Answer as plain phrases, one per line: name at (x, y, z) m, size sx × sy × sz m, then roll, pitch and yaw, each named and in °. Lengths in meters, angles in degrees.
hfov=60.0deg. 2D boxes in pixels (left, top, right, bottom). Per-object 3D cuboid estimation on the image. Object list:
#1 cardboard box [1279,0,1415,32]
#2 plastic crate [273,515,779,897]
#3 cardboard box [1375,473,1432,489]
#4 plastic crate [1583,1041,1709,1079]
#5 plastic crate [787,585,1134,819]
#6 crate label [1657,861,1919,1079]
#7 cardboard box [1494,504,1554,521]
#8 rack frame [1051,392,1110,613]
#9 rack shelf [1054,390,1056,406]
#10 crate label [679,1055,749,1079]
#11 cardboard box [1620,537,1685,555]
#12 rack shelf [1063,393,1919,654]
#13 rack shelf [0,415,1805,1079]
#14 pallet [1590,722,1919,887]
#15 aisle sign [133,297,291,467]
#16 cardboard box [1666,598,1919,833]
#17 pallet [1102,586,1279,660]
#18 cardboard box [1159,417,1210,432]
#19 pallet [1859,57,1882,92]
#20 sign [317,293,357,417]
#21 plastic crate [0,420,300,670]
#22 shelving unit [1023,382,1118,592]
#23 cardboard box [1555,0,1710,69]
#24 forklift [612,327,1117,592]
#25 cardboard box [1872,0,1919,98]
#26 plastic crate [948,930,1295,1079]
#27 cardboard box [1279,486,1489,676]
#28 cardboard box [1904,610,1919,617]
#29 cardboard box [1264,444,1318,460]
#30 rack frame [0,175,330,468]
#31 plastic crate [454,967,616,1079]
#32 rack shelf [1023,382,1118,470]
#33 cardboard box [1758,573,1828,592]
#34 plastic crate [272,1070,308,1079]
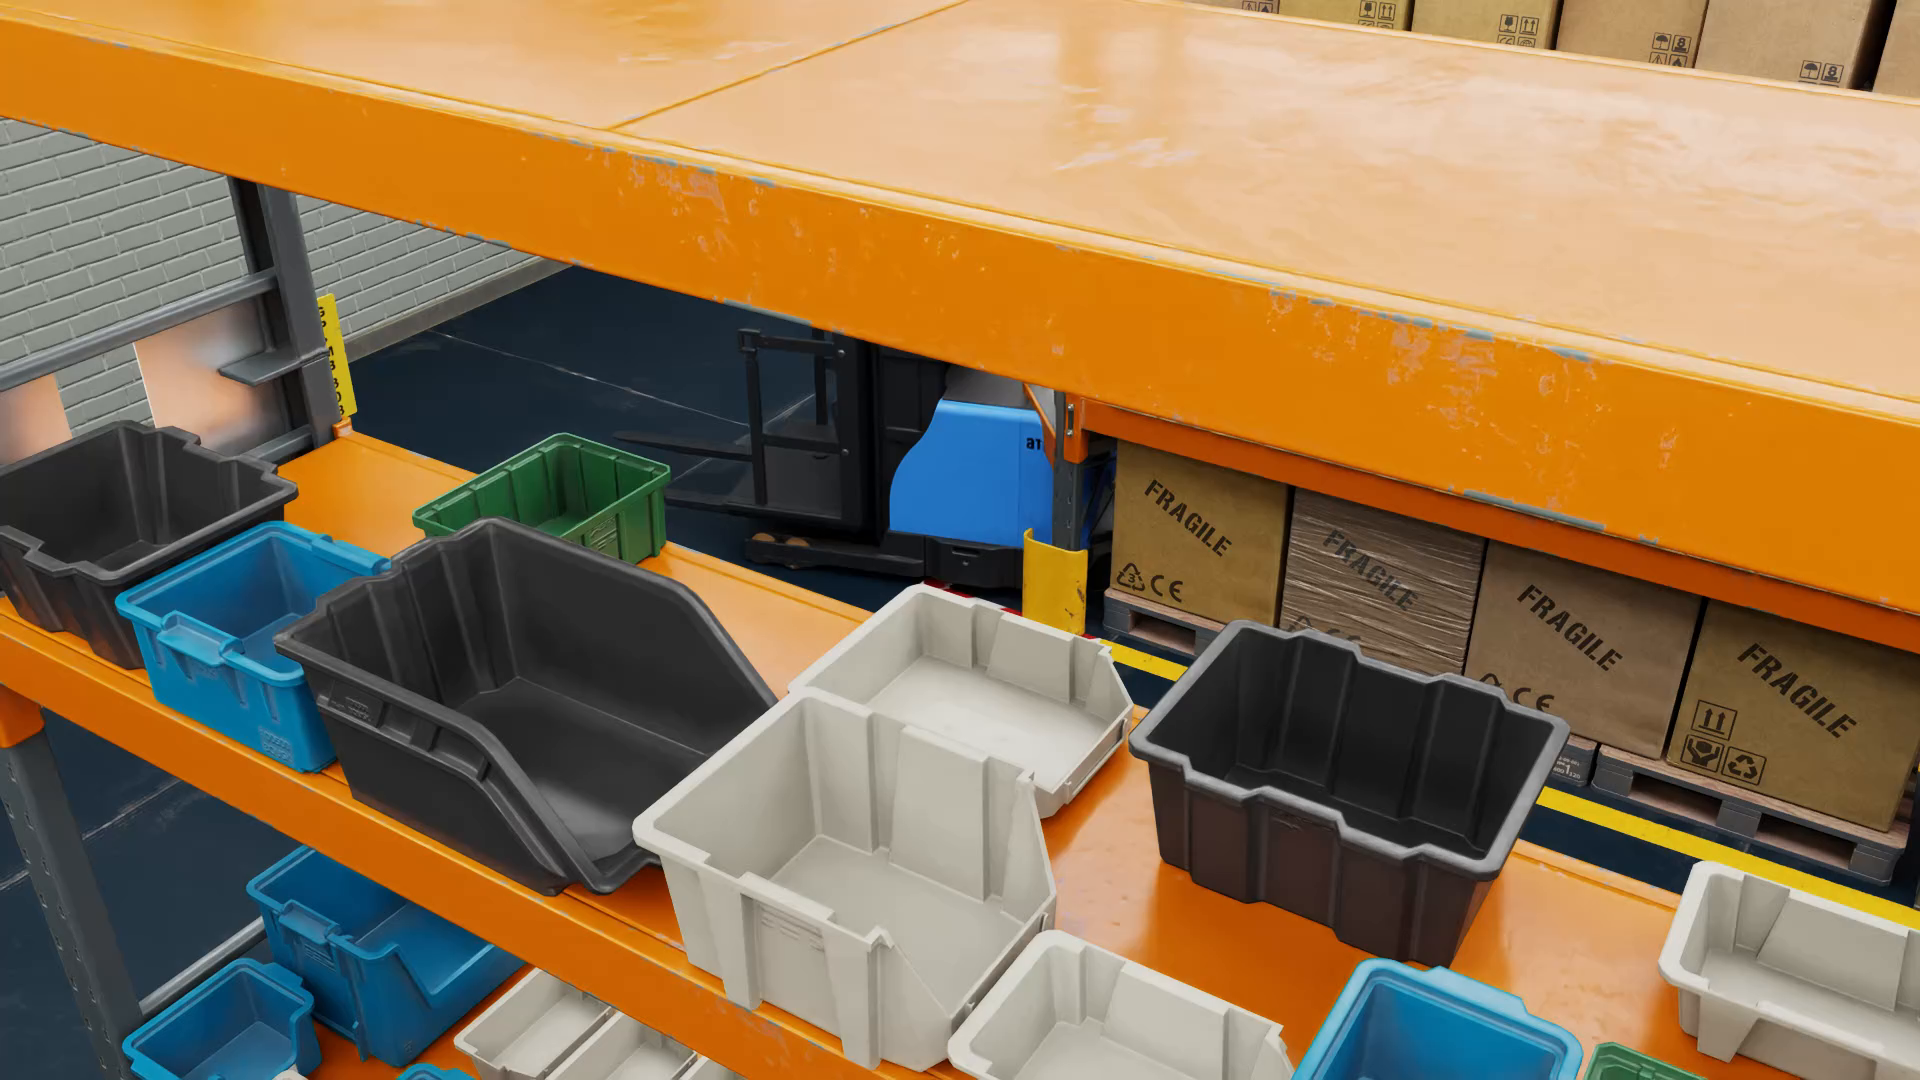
cardboard box at (1.652, -2.320, 6.659) m, size 0.500 × 0.500 × 0.700 m, roll 16°, pitch 34°, yaw 26°
plastic crate at (-0.715, 0.296, 2.851) m, size 0.767 × 0.338 × 0.504 m, roll 18°, pitch 35°, yaw 27°
cardboard box at (1.986, -0.388, 7.187) m, size 0.250 × 0.149 × 0.380 m, roll 17°, pitch 34°, yaw 27°
plastic crate at (1.006, 0.921, 1.928) m, size 0.662 × 0.188 × 0.450 m, roll 18°, pitch 35°, yaw 27°
plastic crate at (0.019, 0.304, 3.037) m, size 0.530 × 0.136 × 0.437 m, roll 18°, pitch 35°, yaw 27°
crate label at (1.264, 0.674, 2.404) m, size 0.466 × 0.136 × 0.293 m, roll 18°, pitch 35°, yaw 27°
cardboard box at (2.422, -0.250, 6.952) m, size 0.250 × 0.149 × 0.380 m, roll 18°, pitch 35°, yaw 28°
rack frame at (0.770, -1.076, 8.117) m, size 0.127 × 3.000 × 1.000 m, roll 18°, pitch 35°, yaw 27°
rack shelf at (0.558, -1.024, 7.857) m, size 0.431 × 0.518 × 0.480 m, roll -14°, pitch 45°, yaw -11°
crate label at (-0.589, 1.415, 4.049) m, size 0.243 × 0.136 × 0.396 m, roll 18°, pitch 35°, yaw 27°
cardboard box at (2.854, -0.113, 6.716) m, size 0.250 × 0.149 × 0.380 m, roll 18°, pitch 35°, yaw 28°
rack shelf at (2.464, -0.229, 7.380) m, size 4.000 × 0.370 × 1.077 m, roll 18°, pitch 35°, yaw 27°
rack shelf at (-0.169, 0.589, 3.001) m, size 4.000 × 0.370 × 1.077 m, roll 18°, pitch 35°, yaw 27°
pallet at (3.556, 0.963, 7.389) m, size 1.213 × 0.211 × 1.003 m, roll 18°, pitch 35°, yaw 27°
aisle sign at (-1.768, -0.229, 4.086) m, size 0.004 × 0.787 × 0.394 m, roll 18°, pitch 35°, yaw 27°
cardboard box at (3.642, 0.521, 7.072) m, size 0.875 × 0.875 × 0.875 m, roll 18°, pitch 35°, yaw 27°
pallet at (1.489, 0.310, 8.510) m, size 1.213 × 0.211 × 1.003 m, roll 18°, pitch 35°, yaw 27°
cardboard box at (1.114, -0.663, 7.659) m, size 0.250 × 0.149 × 0.380 m, roll 17°, pitch 34°, yaw 27°
pallet at (3.471, -1.485, 5.930) m, size 1.213 × 0.211 × 1.003 m, roll 18°, pitch 35°, yaw 27°
sign at (-1.584, -0.451, 4.174) m, size 0.005 × 0.325 × 0.100 m, roll 18°, pitch 35°, yaw 27°
plastic crate at (-1.685, 0.021, 3.390) m, size 0.590 × 0.269 × 0.497 m, roll 18°, pitch 35°, yaw 27°
shelving unit at (0.591, -0.530, 8.333) m, size 0.431 × 2.100 × 0.503 m, roll -14°, pitch 45°, yaw -11°
cardboard box at (2.643, -2.098, 6.278) m, size 0.500 × 0.500 × 0.700 m, roll 19°, pitch 35°, yaw 29°
forklift at (-0.674, -1.356, 8.666) m, size 3.031 × 2.935 × 1.130 m, roll 8°, pitch 31°, yaw 13°
cardboard box at (3.464, -1.752, 5.684) m, size 0.500 × 0.500 × 0.700 m, roll 15°, pitch 34°, yaw 25°
plastic crate at (0.246, 0.750, 2.273) m, size 0.466 × 0.136 × 0.293 m, roll 18°, pitch 35°, yaw 27°
cardboard box at (2.126, 0.042, 7.894) m, size 0.875 × 0.875 × 0.875 m, roll 18°, pitch 35°, yaw 27°
cardboard box at (3.726, 0.163, 6.244) m, size 0.250 × 0.149 × 0.380 m, roll 18°, pitch 35°, yaw 28°
cardboard box at (1.552, -0.525, 7.423) m, size 0.250 × 0.149 × 0.380 m, roll 17°, pitch 34°, yaw 27°
rack frame at (-1.863, -1.553, 2.982) m, size 0.127 × 3.000 × 1.000 m, roll 18°, pitch 35°, yaw 27°
plastic crate at (-1.076, 1.267, 4.303) m, size 0.243 × 0.136 × 0.396 m, roll 18°, pitch 35°, yaw 27°
rack shelf at (0.591, -0.520, 8.342) m, size 0.431 × 0.518 × 0.480 m, roll -14°, pitch 45°, yaw -11°
cardboard box at (3.291, 0.025, 6.480) m, size 0.250 × 0.149 × 0.380 m, roll 17°, pitch 34°, yaw 27°
plastic crate at (-1.601, 1.454, 3.983) m, size 0.298 × 0.136 × 0.250 m, roll 18°, pitch 35°, yaw 27°
